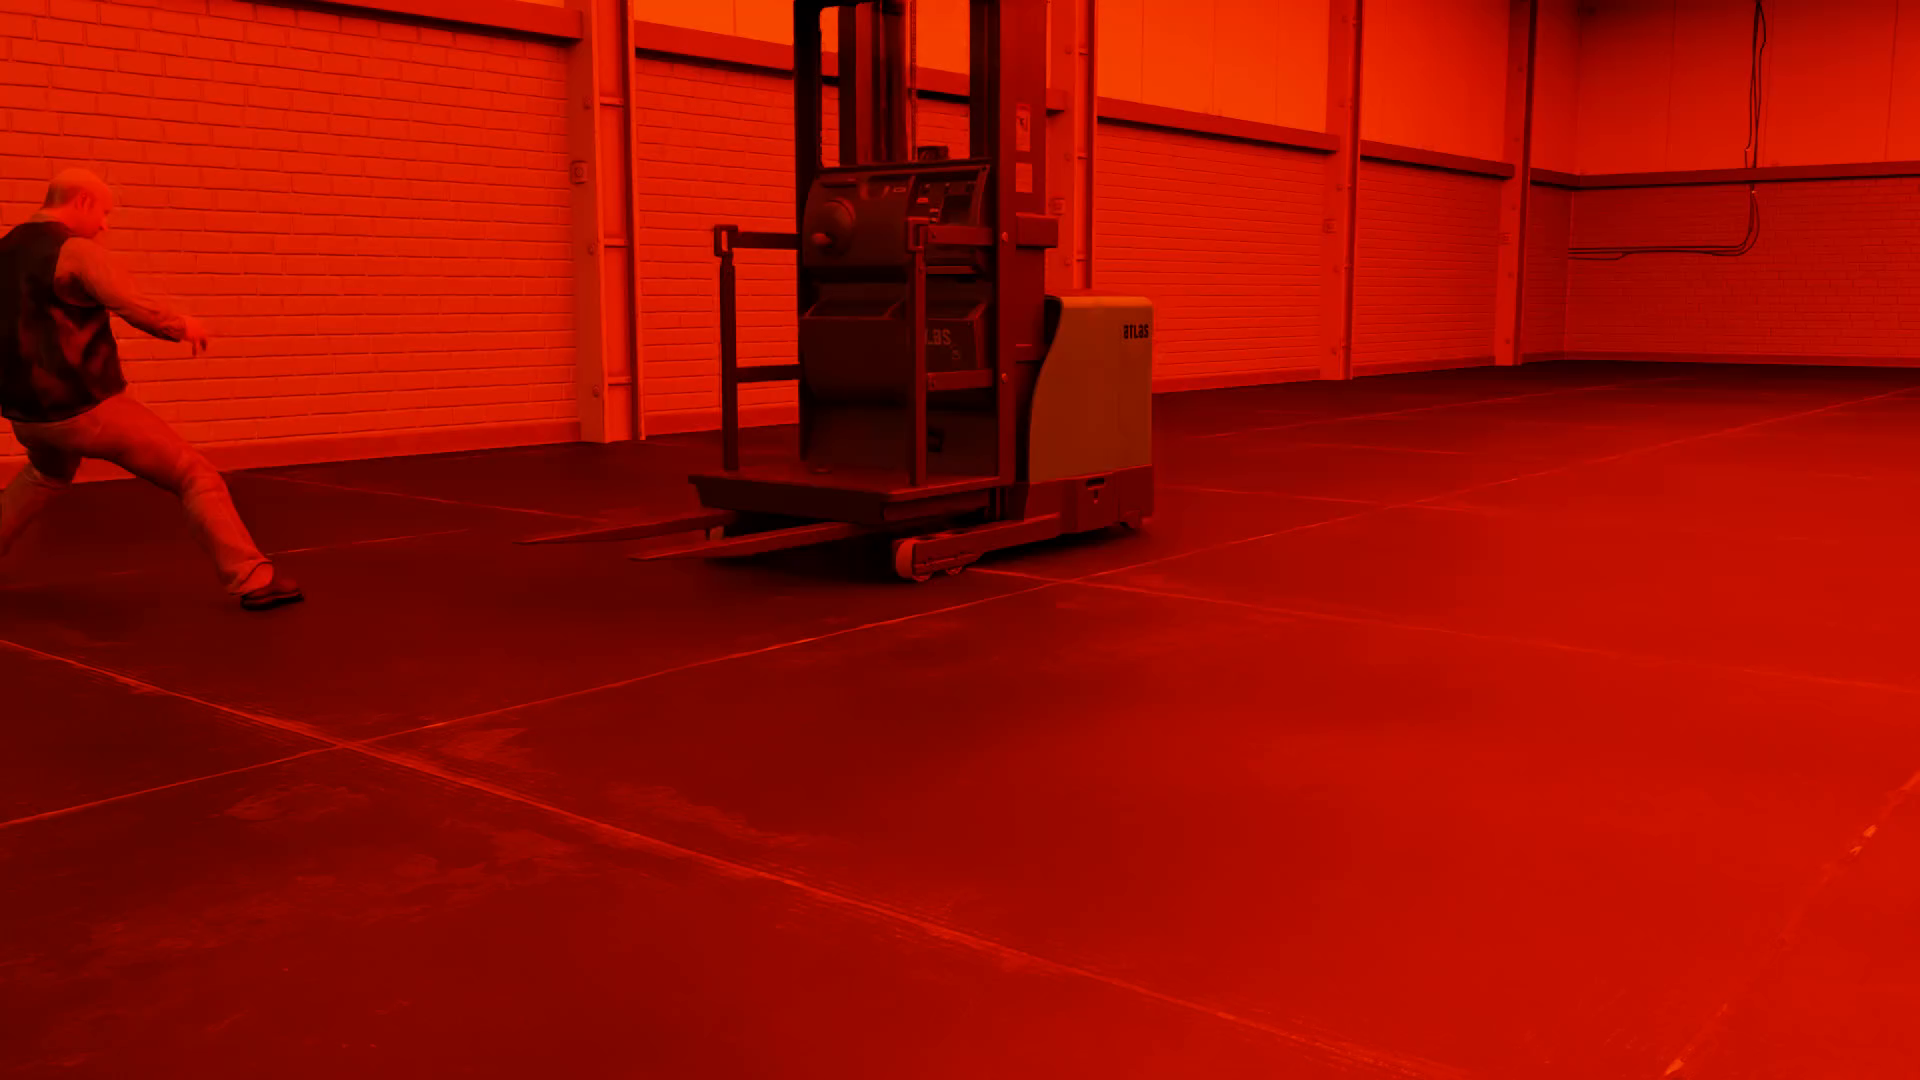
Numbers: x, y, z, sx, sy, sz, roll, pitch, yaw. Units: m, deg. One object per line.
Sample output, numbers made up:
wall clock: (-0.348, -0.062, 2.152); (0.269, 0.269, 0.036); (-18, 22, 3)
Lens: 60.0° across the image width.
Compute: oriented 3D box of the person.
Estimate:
person: (-3.030, -0.539, 5.873); (1.297, 1.506, 0.734); (5, 10, 31)

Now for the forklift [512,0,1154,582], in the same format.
forklift: (-0.396, -1.370, 6.645); (1.130, 2.935, 3.031); (6, 10, 37)
